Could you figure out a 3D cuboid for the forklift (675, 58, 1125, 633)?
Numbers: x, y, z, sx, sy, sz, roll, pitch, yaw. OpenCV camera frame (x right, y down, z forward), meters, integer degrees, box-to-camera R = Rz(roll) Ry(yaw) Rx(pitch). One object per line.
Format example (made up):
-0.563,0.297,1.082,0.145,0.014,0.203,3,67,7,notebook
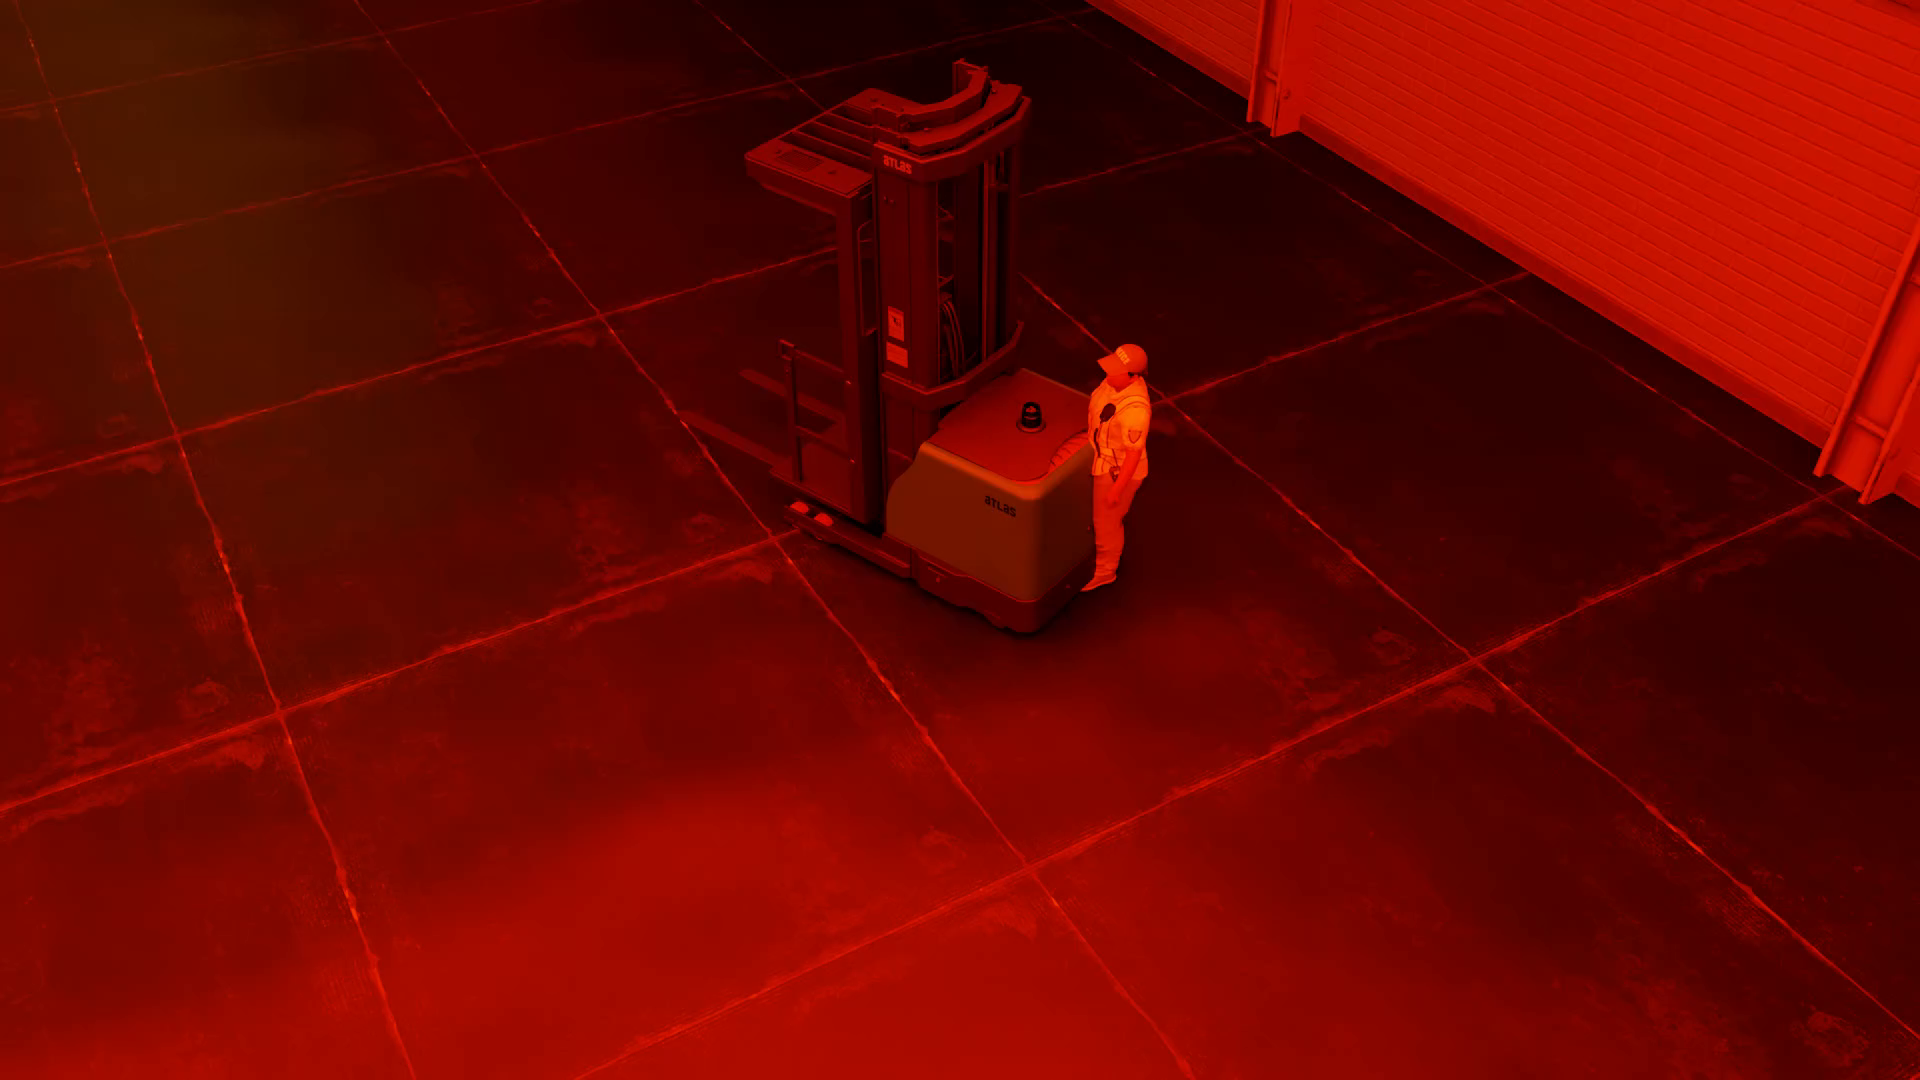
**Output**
-0.481,-1.366,9.683,3.031,2.935,1.130,26,46,28,forklift

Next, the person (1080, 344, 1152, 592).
0.789,-0.423,9.525,0.529,1.671,0.599,-6,40,-7,person
